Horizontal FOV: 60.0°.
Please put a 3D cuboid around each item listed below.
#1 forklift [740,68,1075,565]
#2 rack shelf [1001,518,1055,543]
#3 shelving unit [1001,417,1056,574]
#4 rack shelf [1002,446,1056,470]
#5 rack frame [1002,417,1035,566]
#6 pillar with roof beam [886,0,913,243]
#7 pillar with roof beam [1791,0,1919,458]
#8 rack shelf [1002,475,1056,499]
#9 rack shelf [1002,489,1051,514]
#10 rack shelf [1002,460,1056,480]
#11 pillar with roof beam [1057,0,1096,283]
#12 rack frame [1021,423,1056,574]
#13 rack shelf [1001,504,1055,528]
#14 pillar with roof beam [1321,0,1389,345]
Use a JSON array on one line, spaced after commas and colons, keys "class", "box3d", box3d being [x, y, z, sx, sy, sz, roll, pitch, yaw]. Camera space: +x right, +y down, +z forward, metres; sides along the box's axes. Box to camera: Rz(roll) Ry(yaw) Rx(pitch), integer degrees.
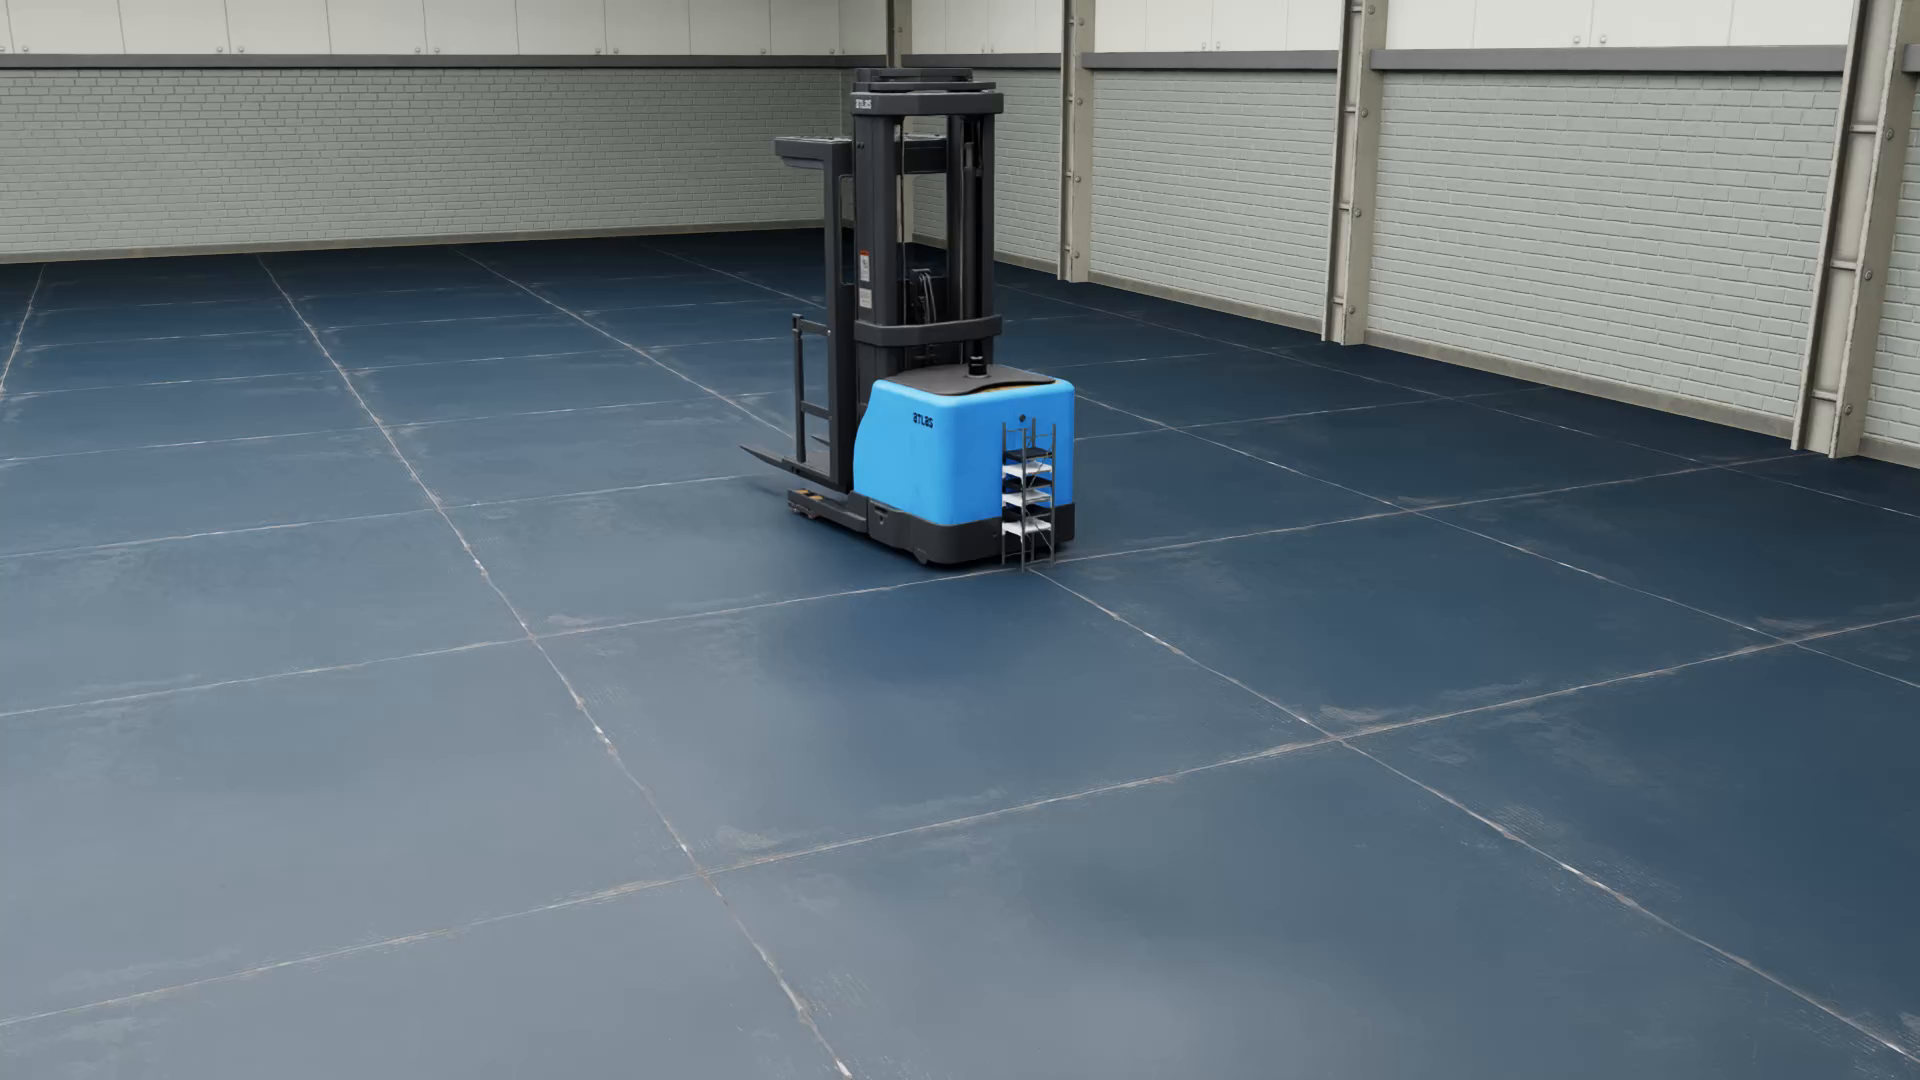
[{"class": "forklift", "box3d": [-0.519, -1.611, 11.050, 1.130, 2.935, 3.031, -11, 19, -33]}, {"class": "rack shelf", "box3d": [0.414, -0.063, 10.112, 0.258, 0.077, 0.200, -11, 19, -33]}, {"class": "shelving unit", "box3d": [0.414, -0.268, 10.053, 0.258, 0.900, 0.210, -11, 19, -33]}, {"class": "rack shelf", "box3d": [0.414, -0.495, 9.988, 0.258, 0.077, 0.200, -11, 19, -33]}, {"class": "rack frame", "box3d": [0.357, -0.291, 10.134, 0.240, 0.900, 0.006, -11, 19, -33]}, {"class": "pillar with roof beam", "box3d": [-4.888, -8.972, 25.700, 9.100, 9.000, 0.400, -8, 18, -25]}, {"class": "pillar with roof beam", "box3d": [2.997, -4.508, 10.147, 9.100, 9.000, 0.400, -8, 18, -25]}, {"class": "rack shelf", "box3d": [0.414, -0.322, 10.037, 0.258, 0.077, 0.200, -11, 19, -33]}, {"class": "rack shelf", "box3d": [0.414, -0.236, 10.062, 0.258, 0.077, 0.200, -11, 19, -33]}, {"class": "rack shelf", "box3d": [0.414, -0.409, 10.013, 0.258, 0.077, 0.200, -11, 19, -33]}, {"class": "pillar with roof beam", "box3d": [-2.260, -7.484, 20.516, 9.100, 9.000, 0.400, -8, 18, -25]}, {"class": "rack frame", "box3d": [0.471, -0.245, 9.972, 0.240, 0.900, 0.006, -11, 19, -33]}, {"class": "rack shelf", "box3d": [0.414, -0.149, 10.087, 0.258, 0.077, 0.200, -11, 19, -33]}, {"class": "pillar with roof beam", "box3d": [0.369, -5.996, 15.332, 9.100, 9.000, 0.400, -8, 18, -25]}]
